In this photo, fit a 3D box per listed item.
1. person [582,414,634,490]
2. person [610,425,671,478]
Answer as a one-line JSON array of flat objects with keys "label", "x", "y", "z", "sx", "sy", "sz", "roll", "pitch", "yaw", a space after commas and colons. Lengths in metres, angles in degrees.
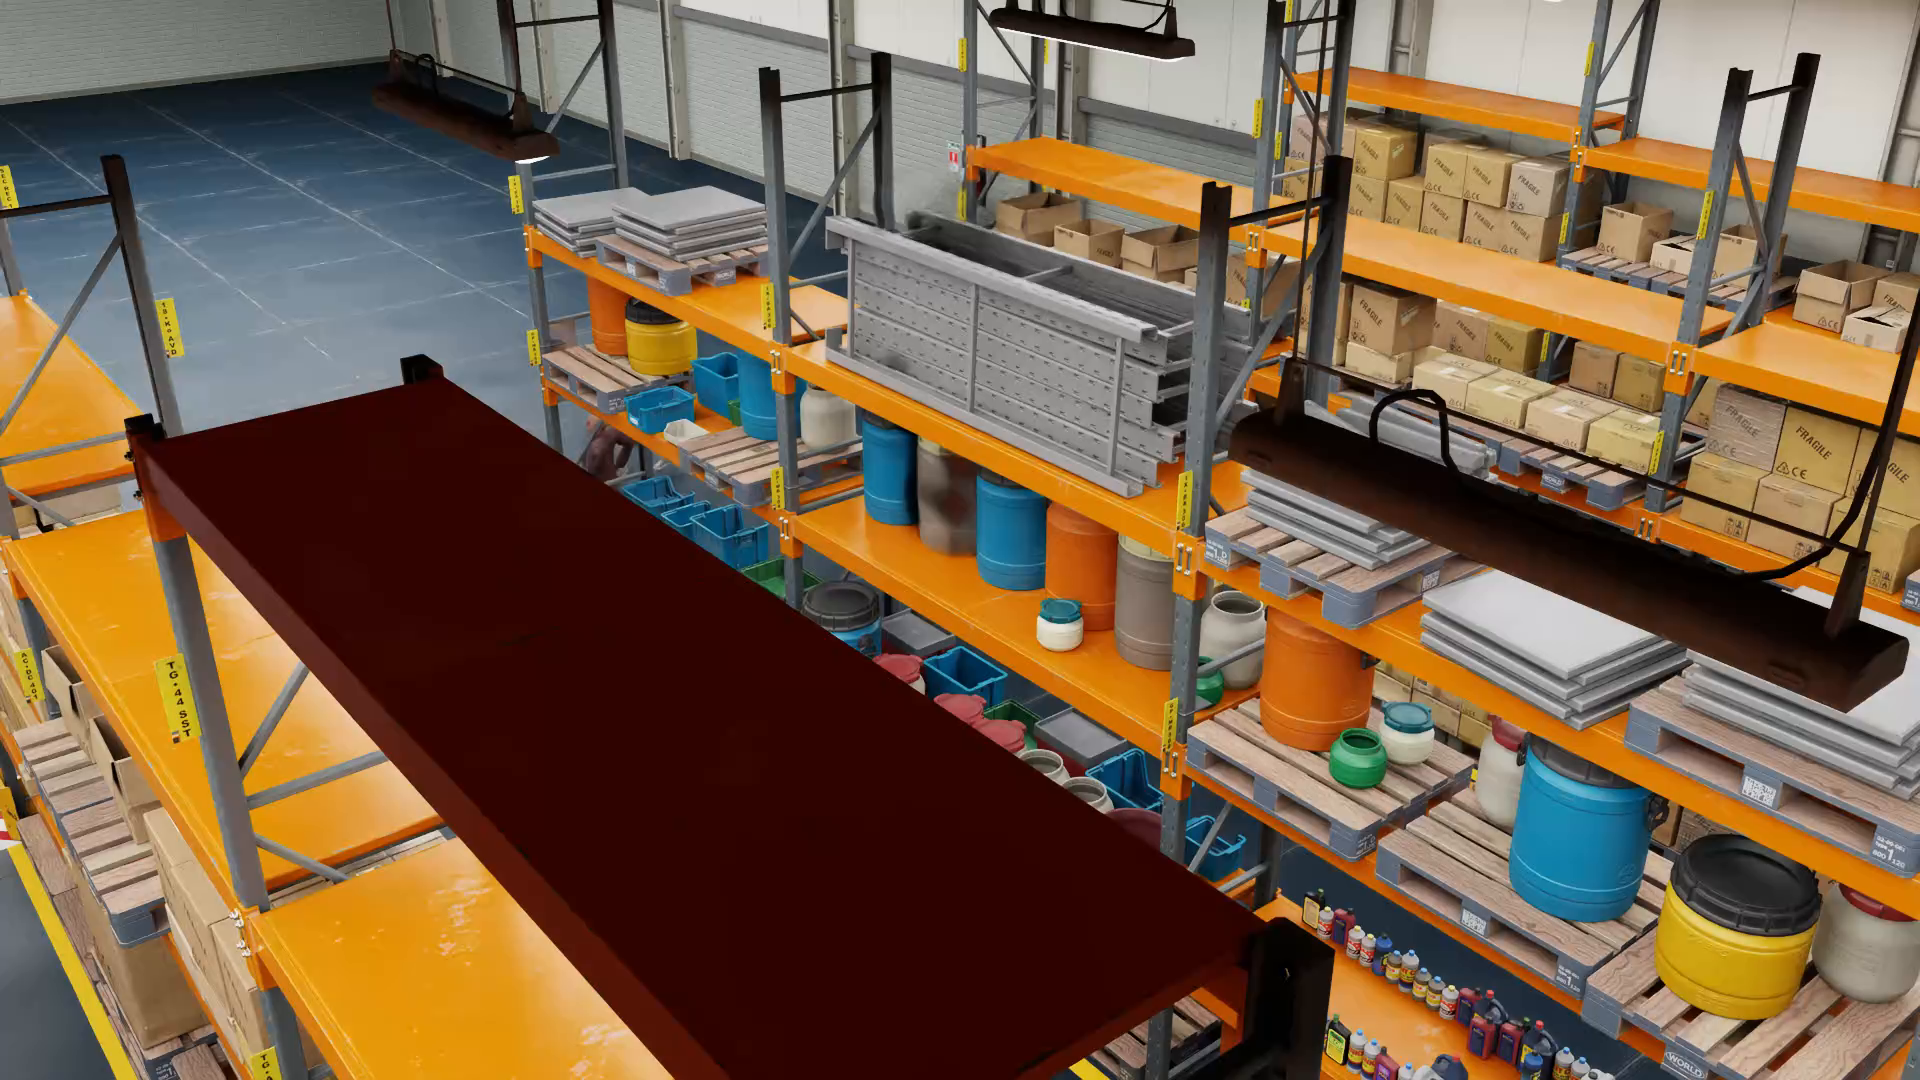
[{"label": "person", "x": -3.756, "y": -0.546, "z": 17.394, "sx": 0.918, "sy": 1.766, "sz": 0.748, "roll": 5, "pitch": 26, "yaw": 9}, {"label": "person", "x": -3.819, "y": -1.469, "z": 19.369, "sx": 0.873, "sy": 1.742, "sz": 0.625, "roll": -5, "pitch": 26, "yaw": -9}]
